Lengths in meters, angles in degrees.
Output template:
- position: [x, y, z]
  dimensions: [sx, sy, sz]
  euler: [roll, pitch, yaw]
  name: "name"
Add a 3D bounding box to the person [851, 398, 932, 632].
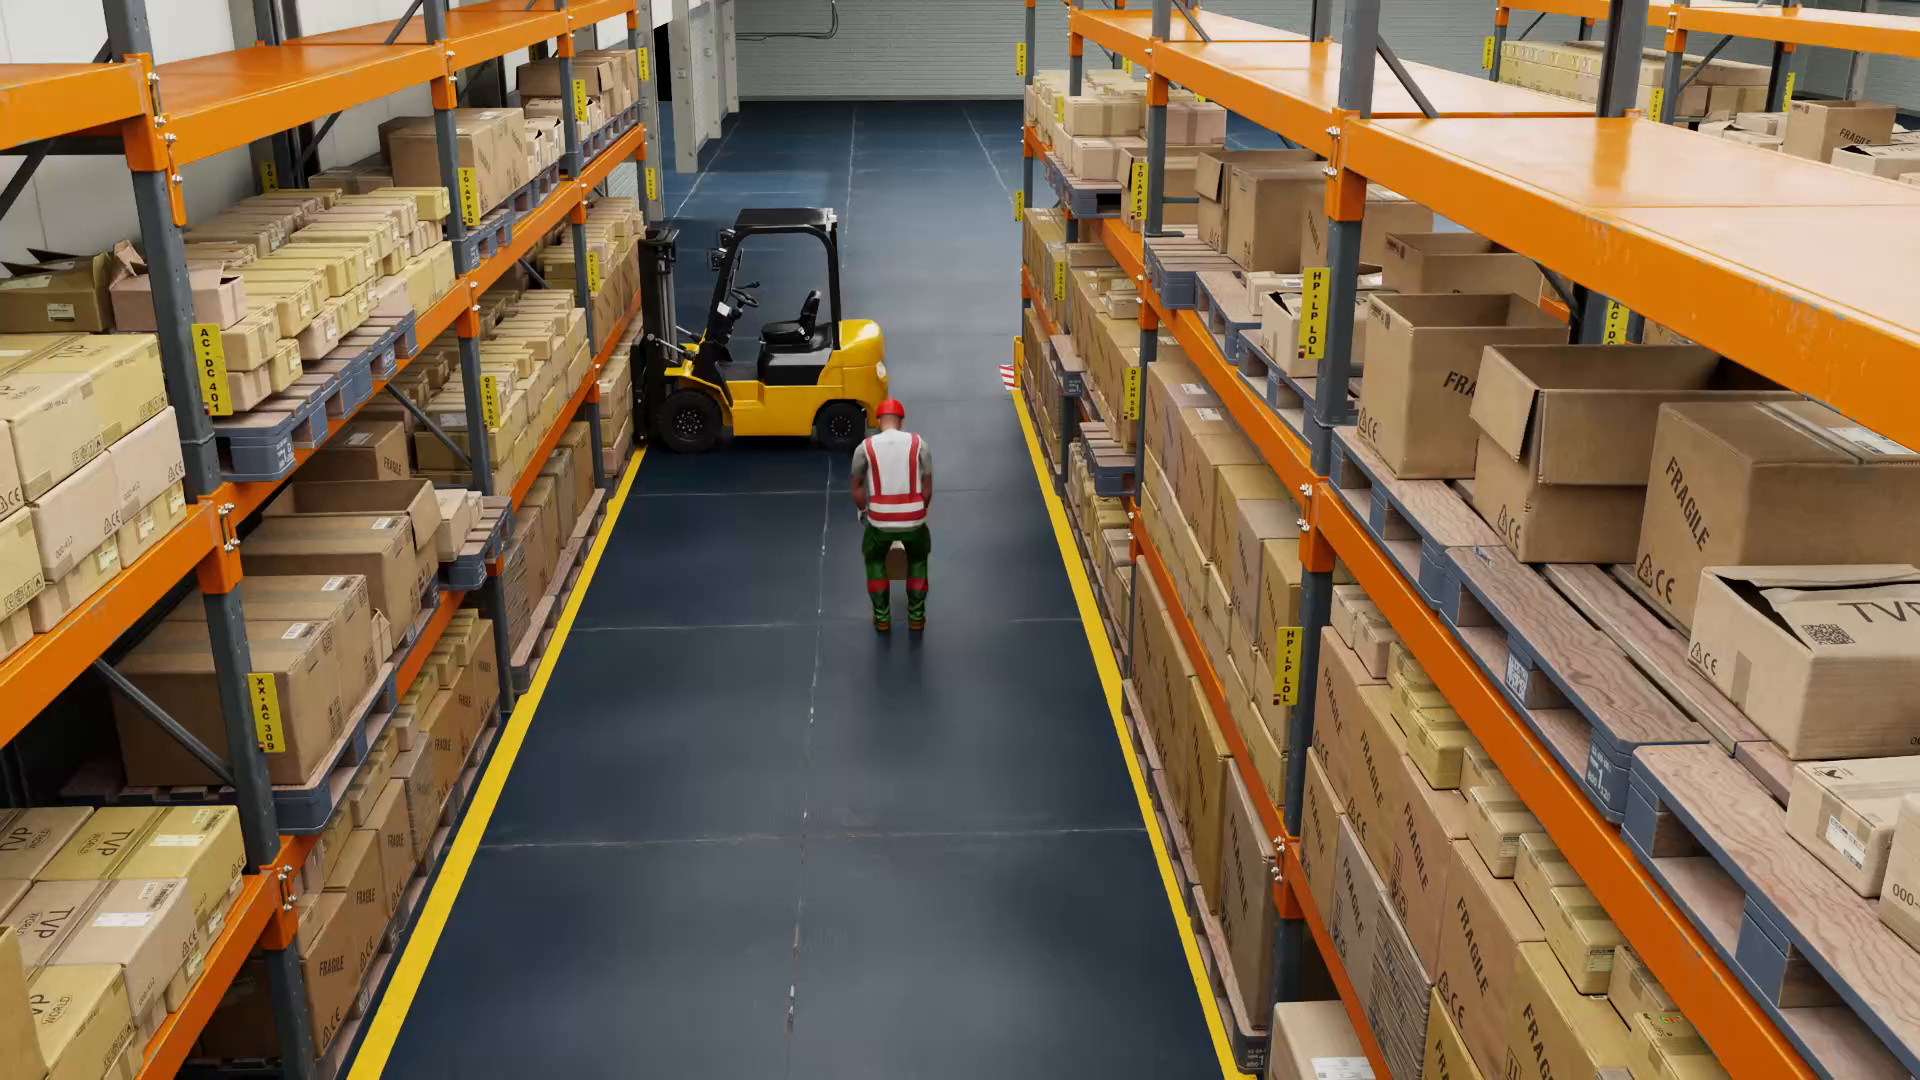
- position: [-0.479, -0.169, 11.738]
  dimensions: [0.568, 1.627, 0.602]
  euler: [-1, 20, -2]
  name: "person"
